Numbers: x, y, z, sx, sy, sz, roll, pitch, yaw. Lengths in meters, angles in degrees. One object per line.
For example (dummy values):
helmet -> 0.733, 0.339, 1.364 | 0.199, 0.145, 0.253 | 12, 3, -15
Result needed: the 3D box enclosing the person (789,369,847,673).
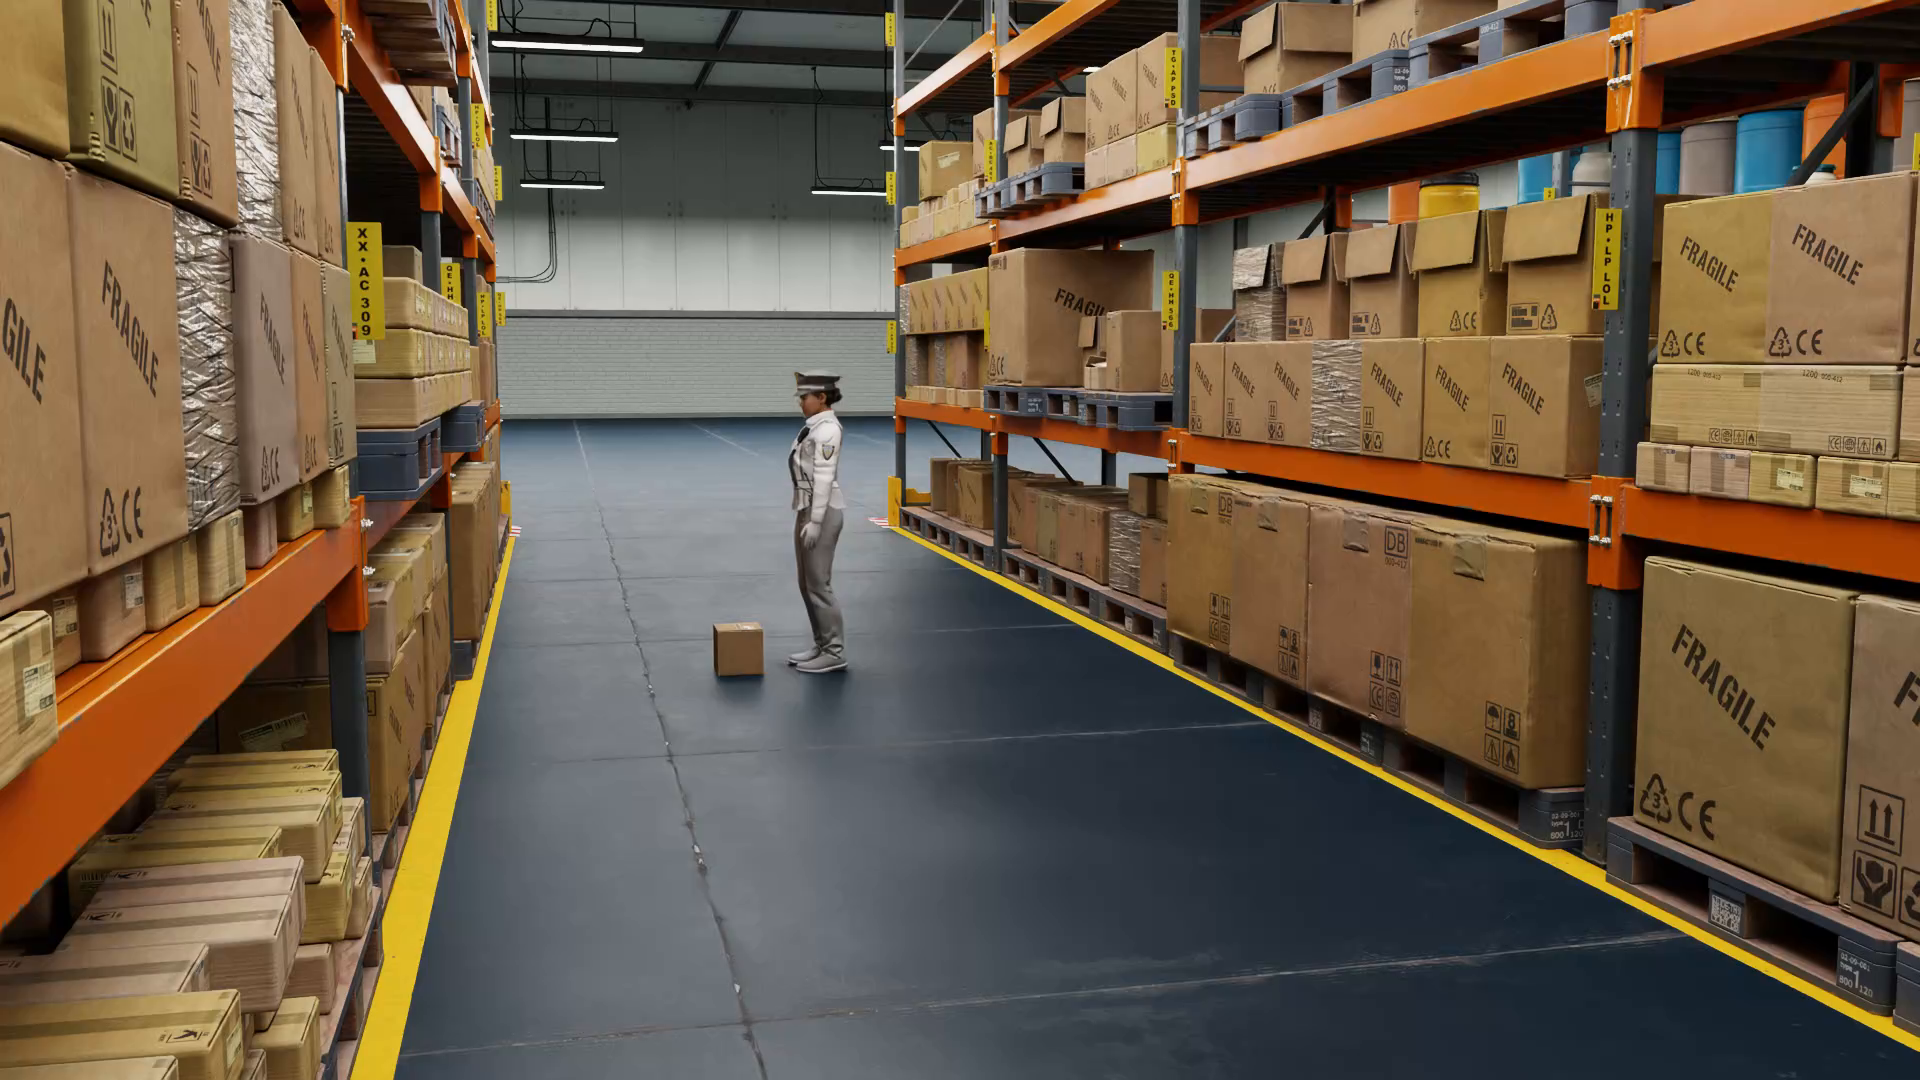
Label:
person -> -0.793, -0.107, 9.192 | 0.328, 1.664, 0.469 | -1, 6, -13
